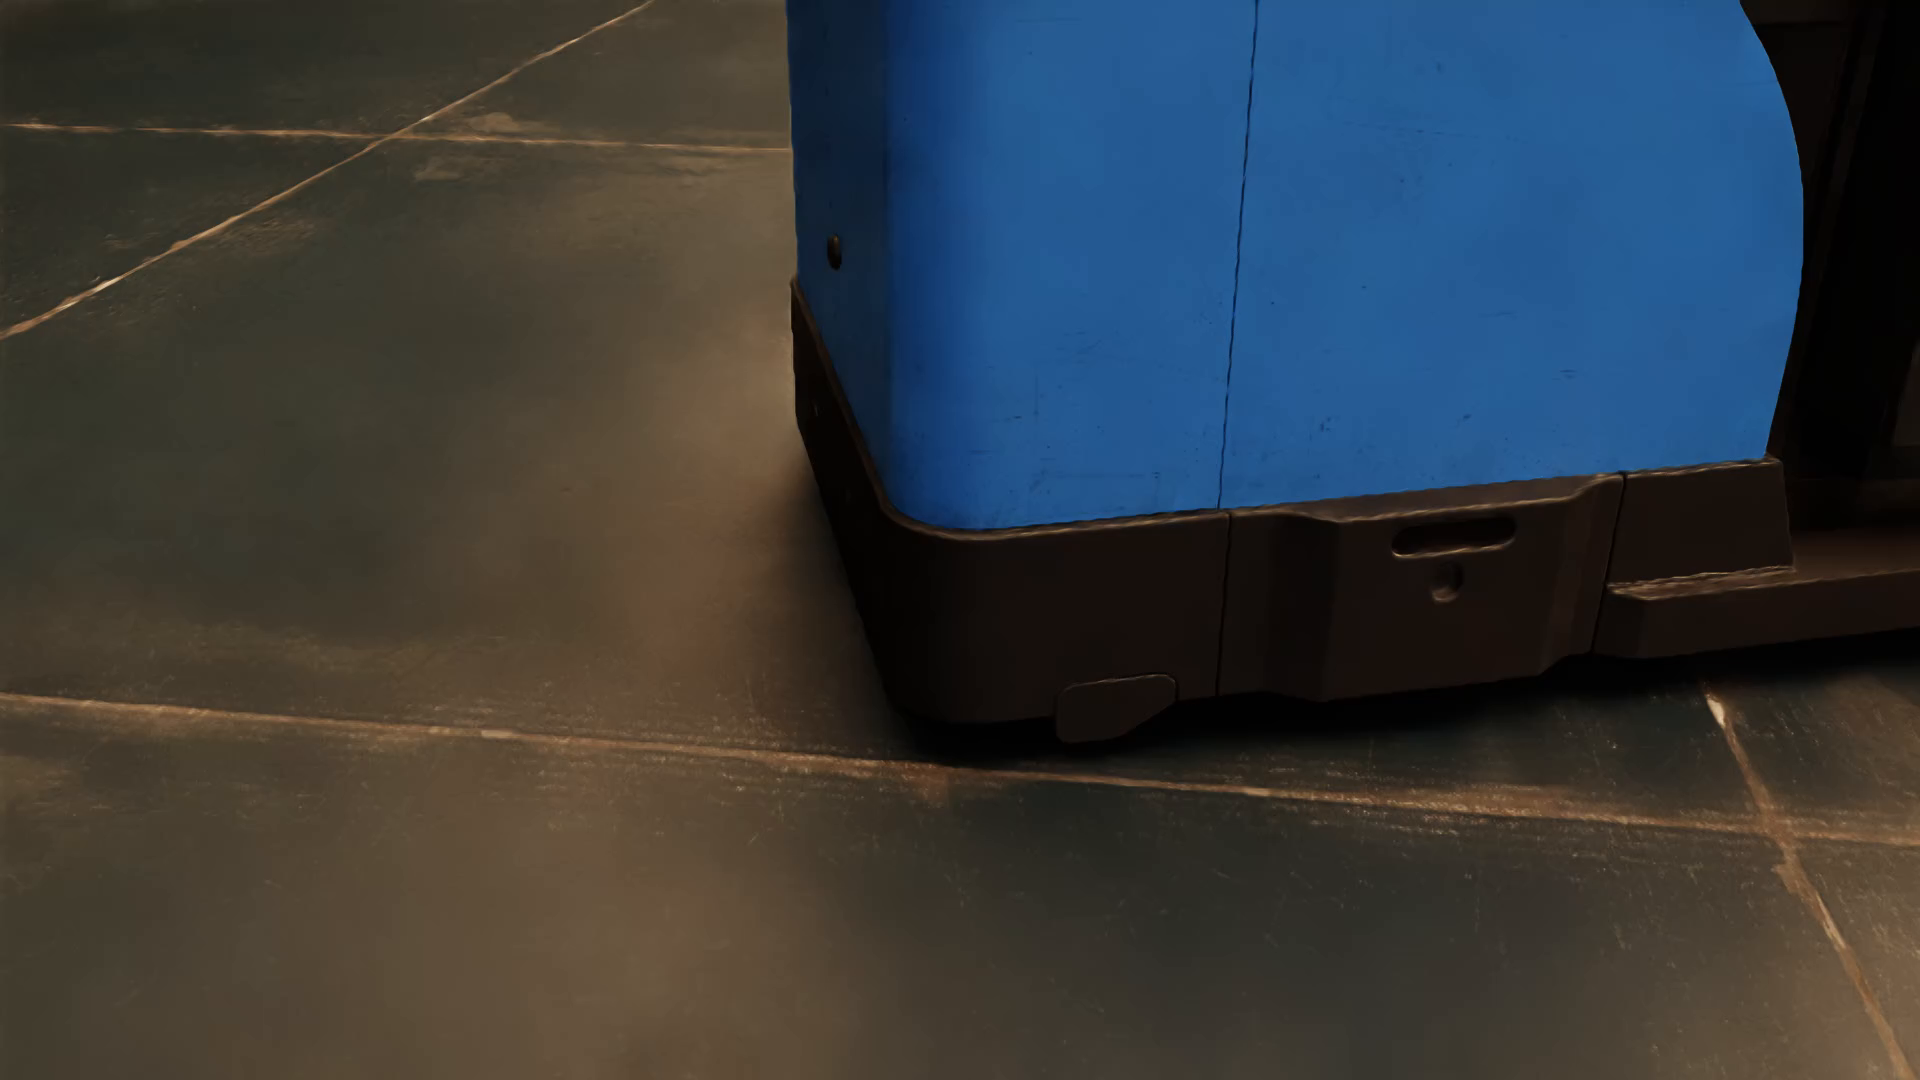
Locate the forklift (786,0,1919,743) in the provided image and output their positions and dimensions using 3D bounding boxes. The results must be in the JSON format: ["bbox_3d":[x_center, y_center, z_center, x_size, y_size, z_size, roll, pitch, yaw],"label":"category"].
[{"bbox_3d":[1.303,-1.397,2.016,3.031,2.935,1.130,-5,27,-11],"label":"forklift"}]
